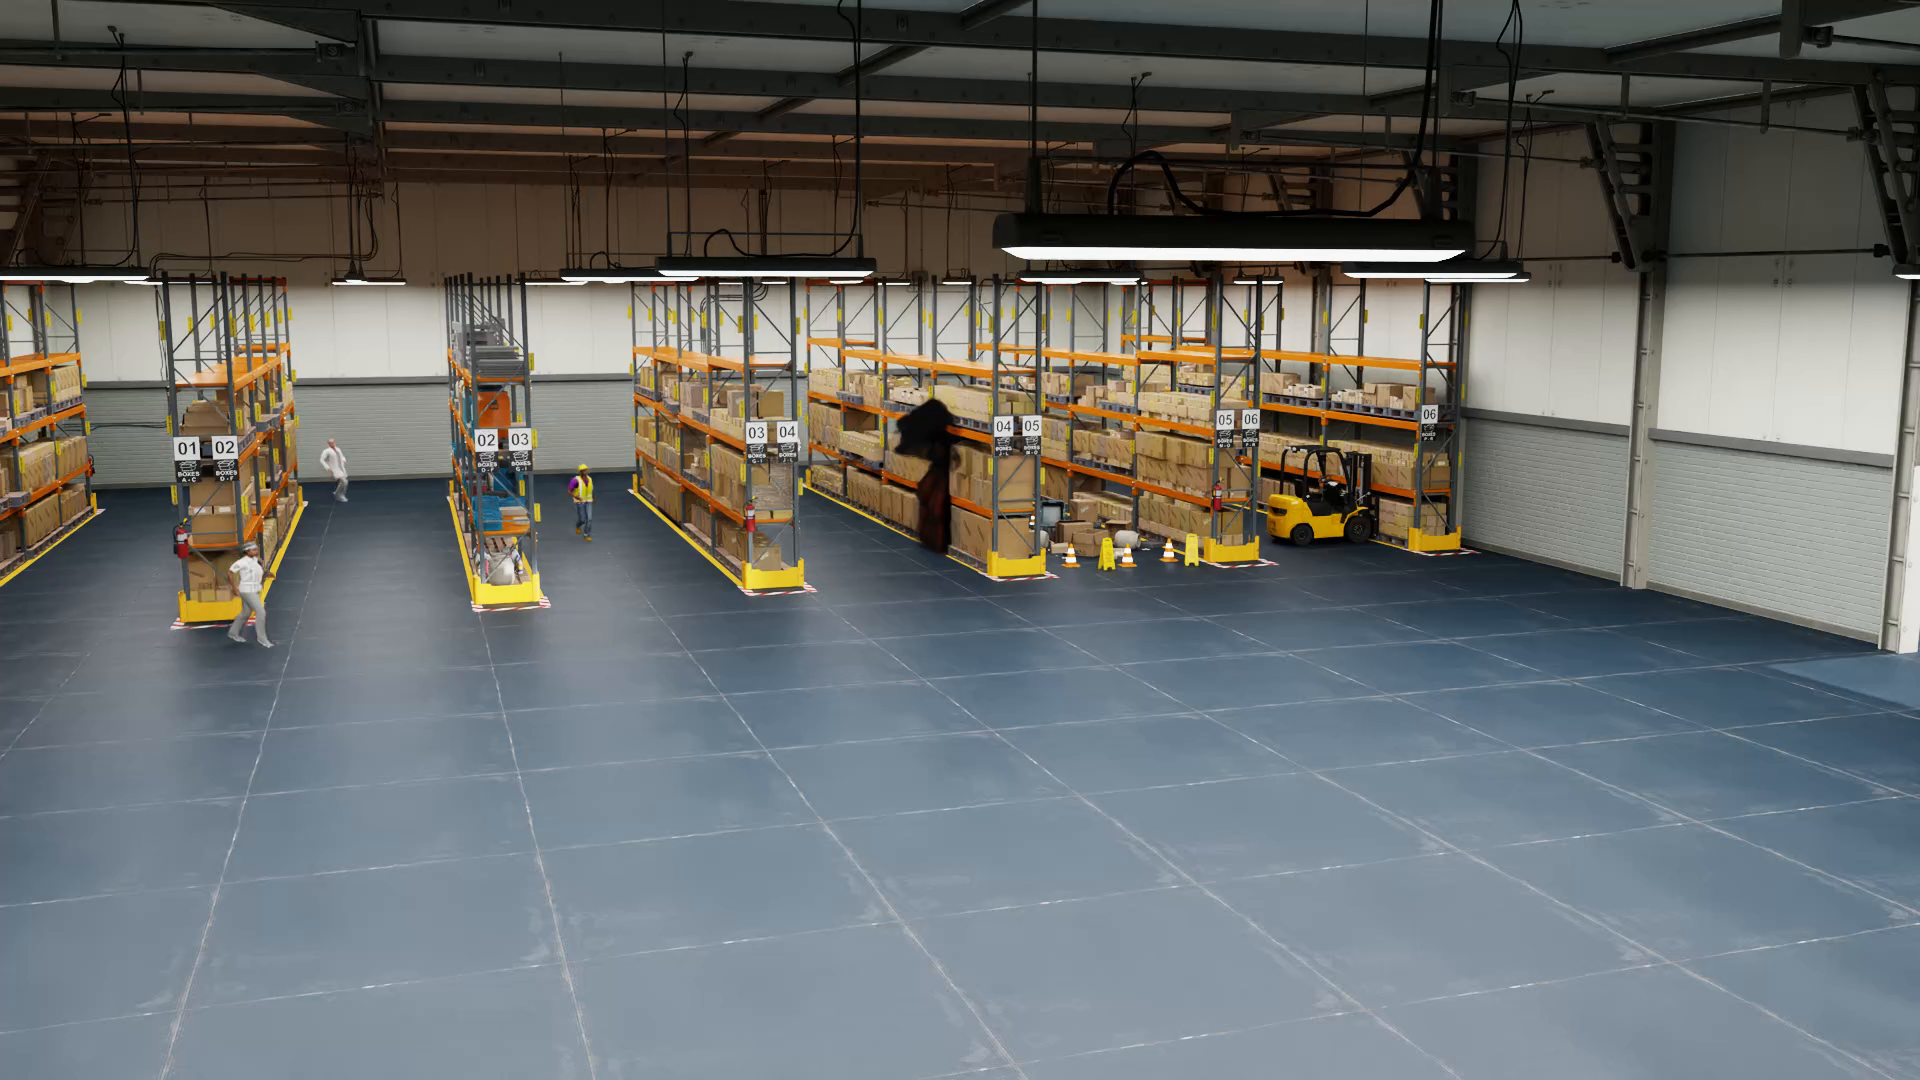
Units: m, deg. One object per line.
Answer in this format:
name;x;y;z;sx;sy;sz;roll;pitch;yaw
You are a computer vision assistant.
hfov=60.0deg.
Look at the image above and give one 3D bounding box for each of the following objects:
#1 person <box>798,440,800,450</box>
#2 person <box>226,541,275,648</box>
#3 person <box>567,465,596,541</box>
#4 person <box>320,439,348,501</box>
person;-4.957;-2.469;49.086;0.651;1.709;0.684;5;10;28
person;-11.416;0.873;26.711;0.853;1.748;0.541;0;9;-1
person;-8.632;-0.856;38.037;0.692;1.751;0.713;-7;11;-39
person;-16.777;-1.867;44.763;0.604;1.719;0.770;4;9;23
